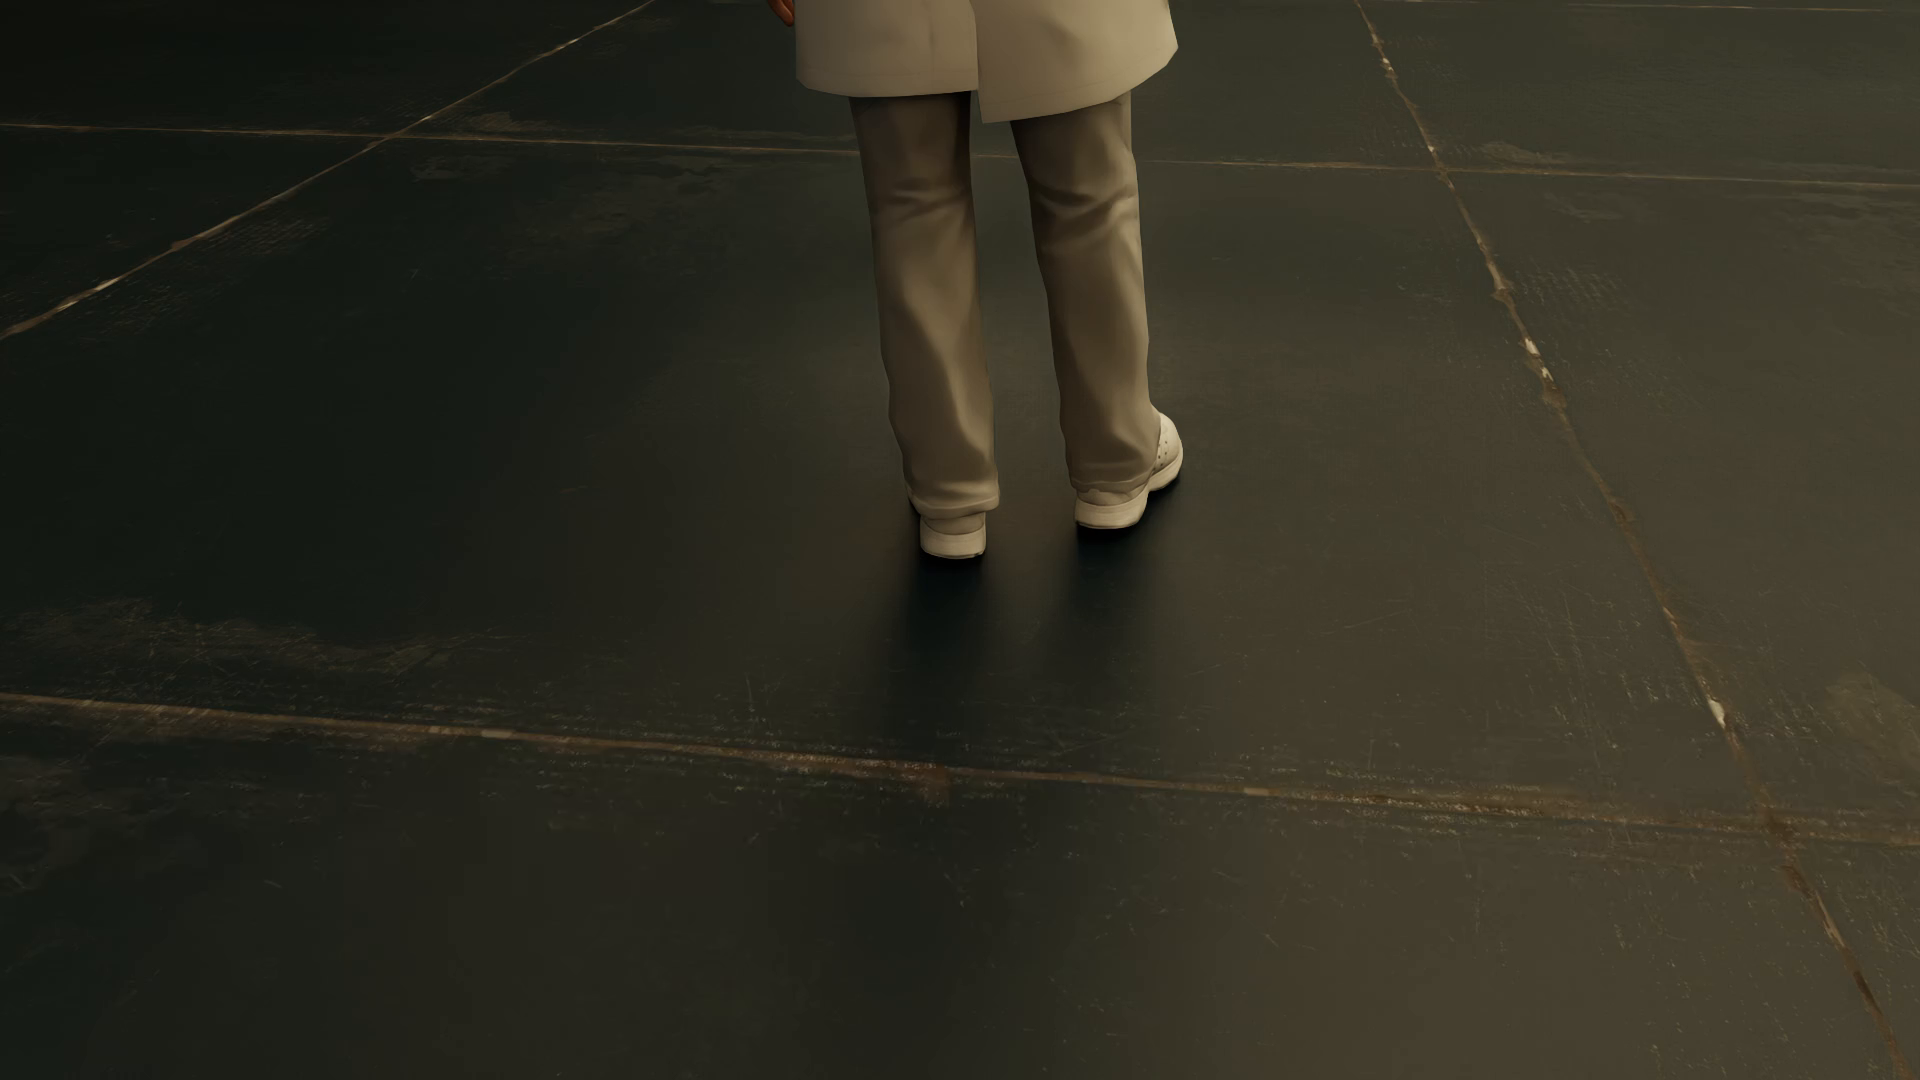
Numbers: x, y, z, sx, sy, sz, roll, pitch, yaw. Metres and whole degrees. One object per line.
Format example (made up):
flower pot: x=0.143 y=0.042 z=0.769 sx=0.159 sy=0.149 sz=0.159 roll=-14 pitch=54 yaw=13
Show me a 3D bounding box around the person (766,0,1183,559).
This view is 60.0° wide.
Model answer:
person: x=0.016 y=-0.843 z=2.180 sx=0.698 sy=1.778 sz=0.578 roll=3 pitch=27 yaw=7
